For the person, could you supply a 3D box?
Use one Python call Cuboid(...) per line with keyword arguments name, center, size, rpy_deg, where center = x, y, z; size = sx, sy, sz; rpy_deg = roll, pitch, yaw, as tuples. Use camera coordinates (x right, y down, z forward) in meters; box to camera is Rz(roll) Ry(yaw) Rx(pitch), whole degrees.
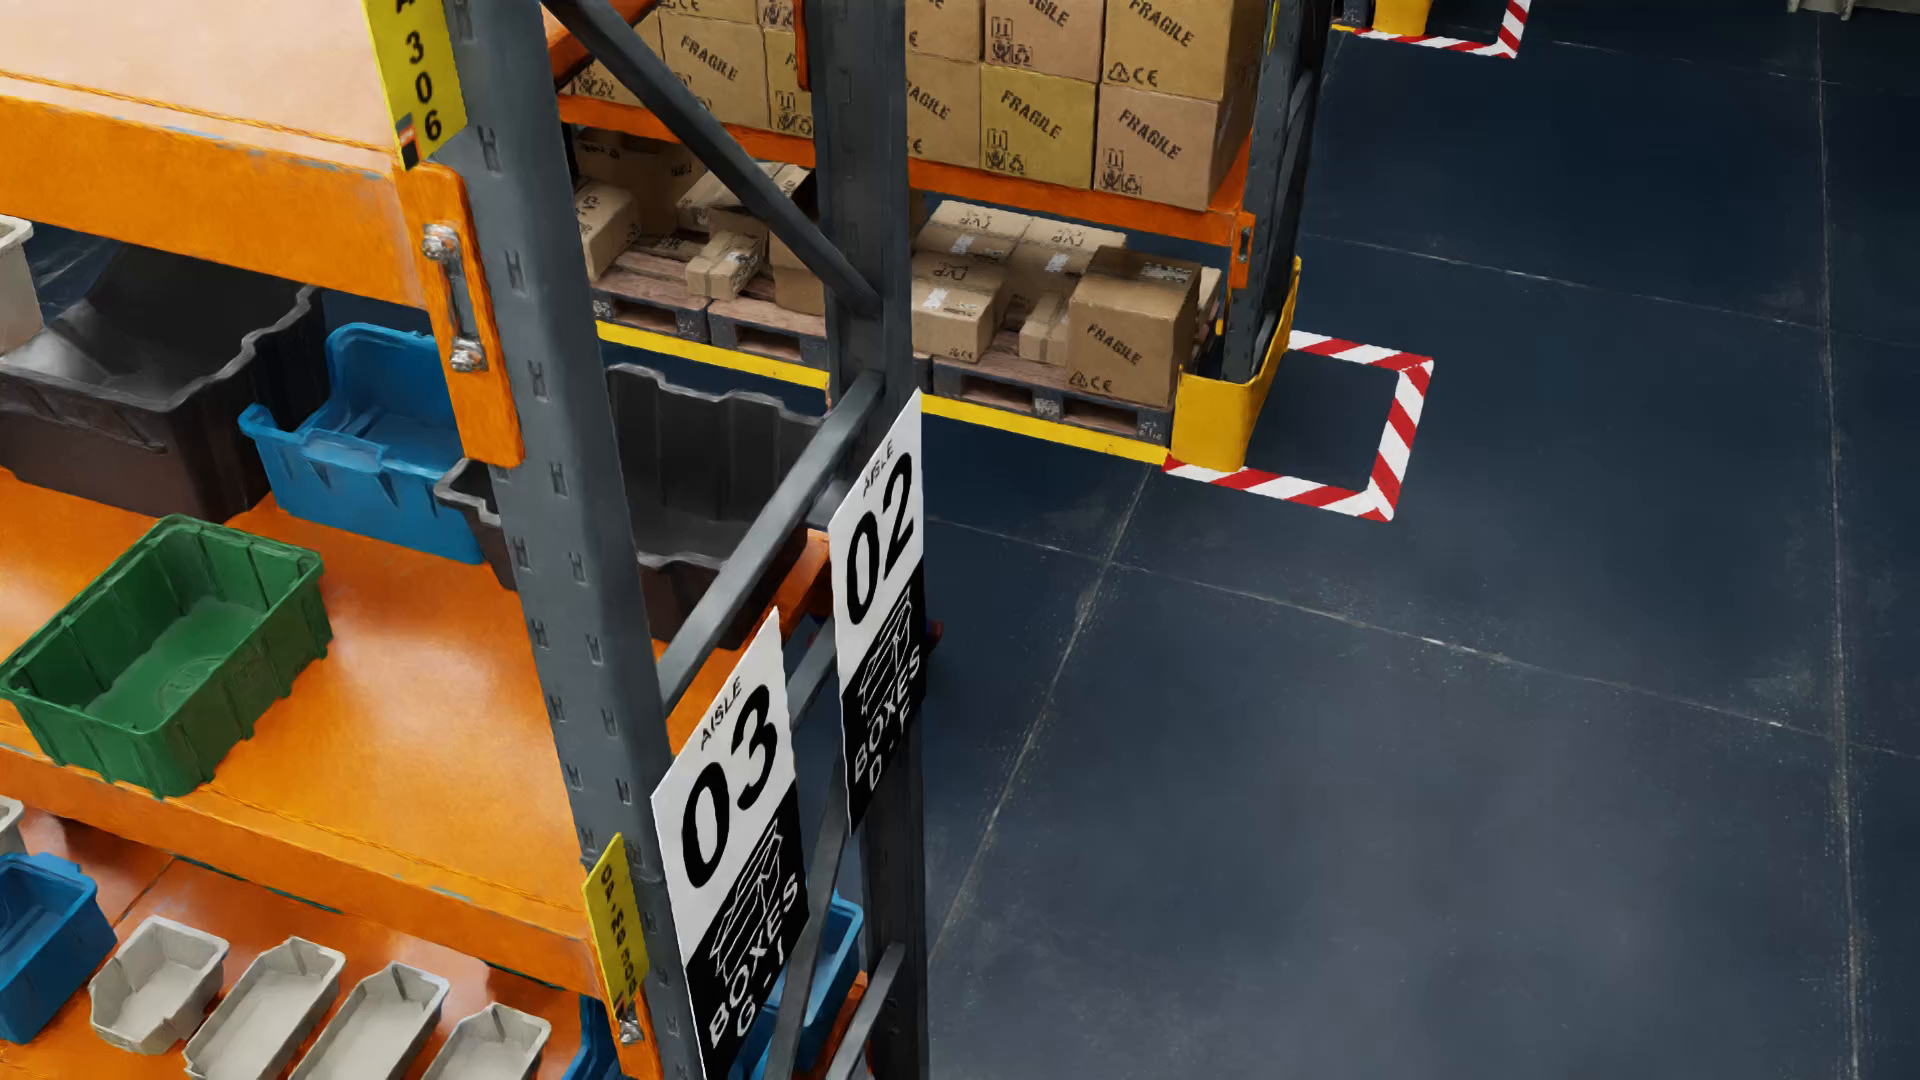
Cuboid(name="person", center=(-0.357, -0.057, 6.229), size=(0.522, 1.612, 0.566), rpy_deg=(-4, 42, -4))
